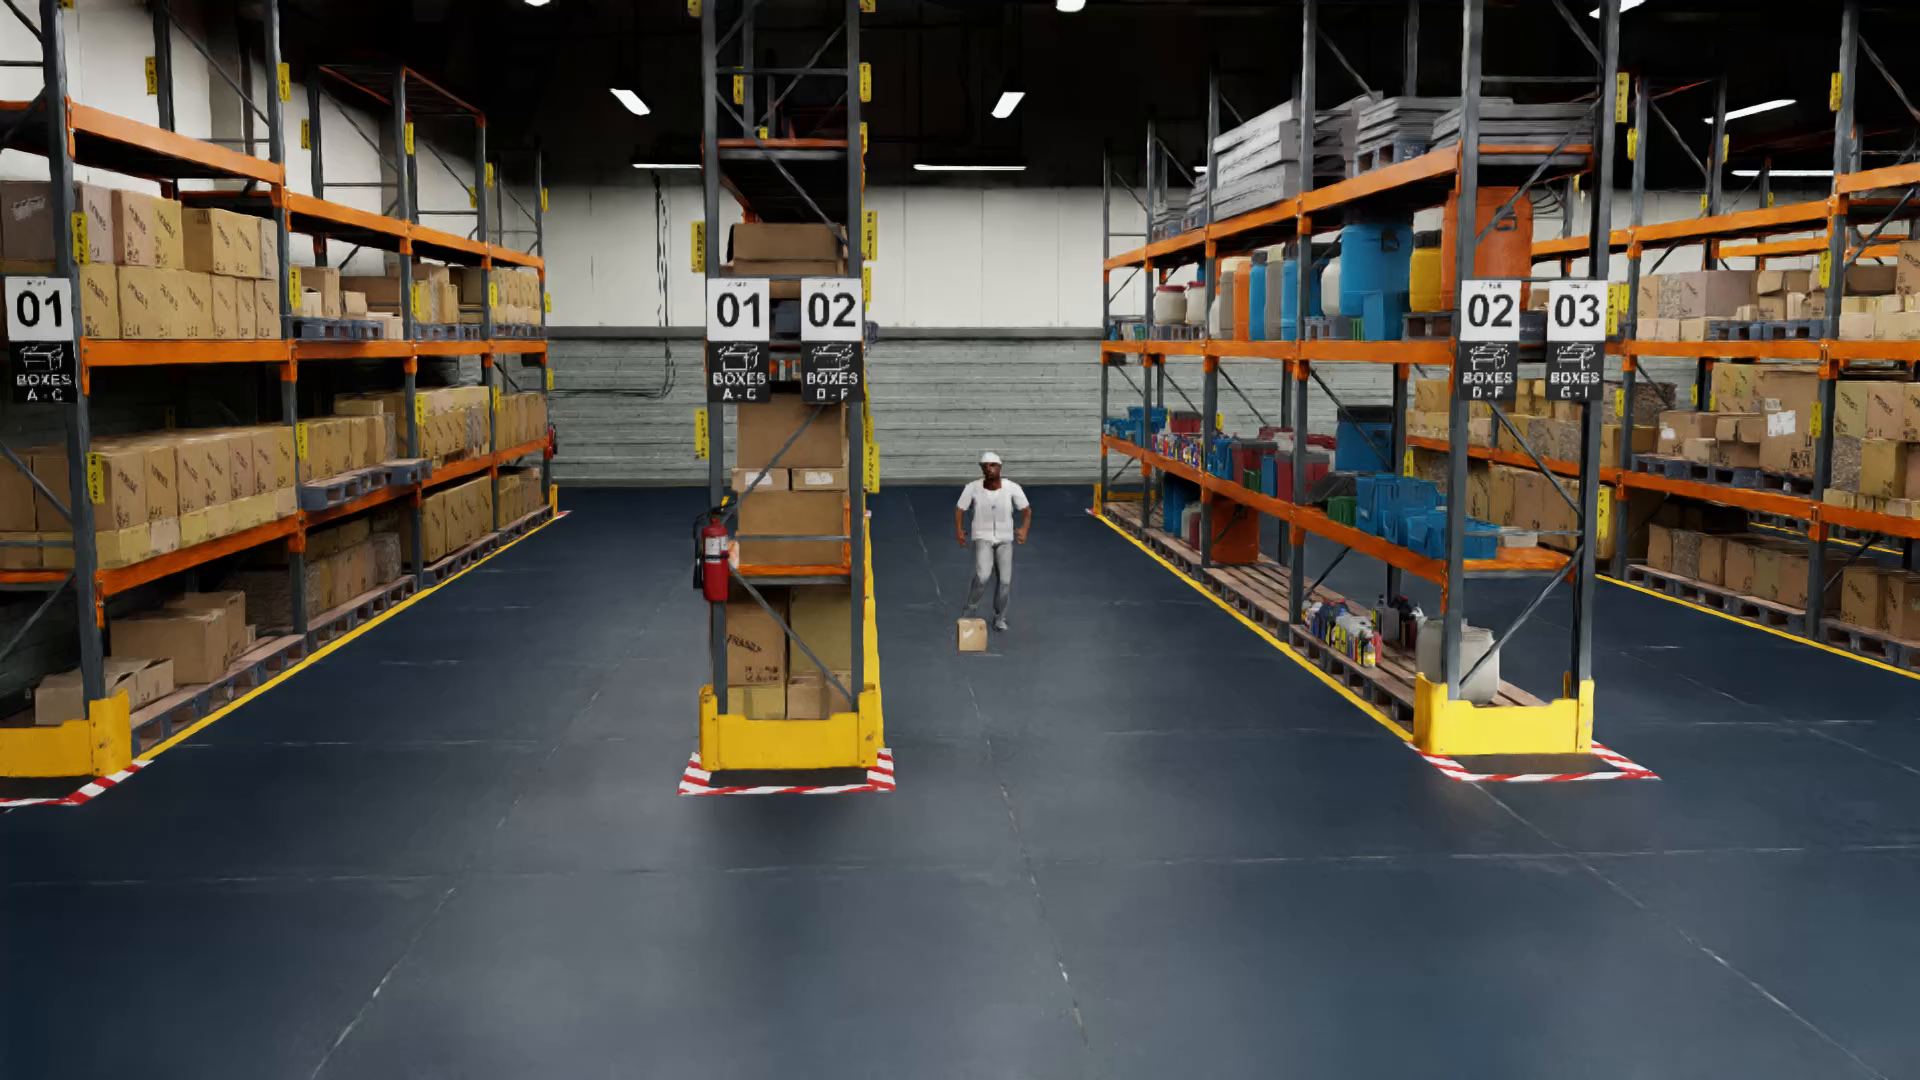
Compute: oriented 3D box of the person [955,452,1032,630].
[{"bbox_3d":[0.335,0.010,16.213,0.734,1.732,0.524,-1,7,-10],"label":"person"}]
